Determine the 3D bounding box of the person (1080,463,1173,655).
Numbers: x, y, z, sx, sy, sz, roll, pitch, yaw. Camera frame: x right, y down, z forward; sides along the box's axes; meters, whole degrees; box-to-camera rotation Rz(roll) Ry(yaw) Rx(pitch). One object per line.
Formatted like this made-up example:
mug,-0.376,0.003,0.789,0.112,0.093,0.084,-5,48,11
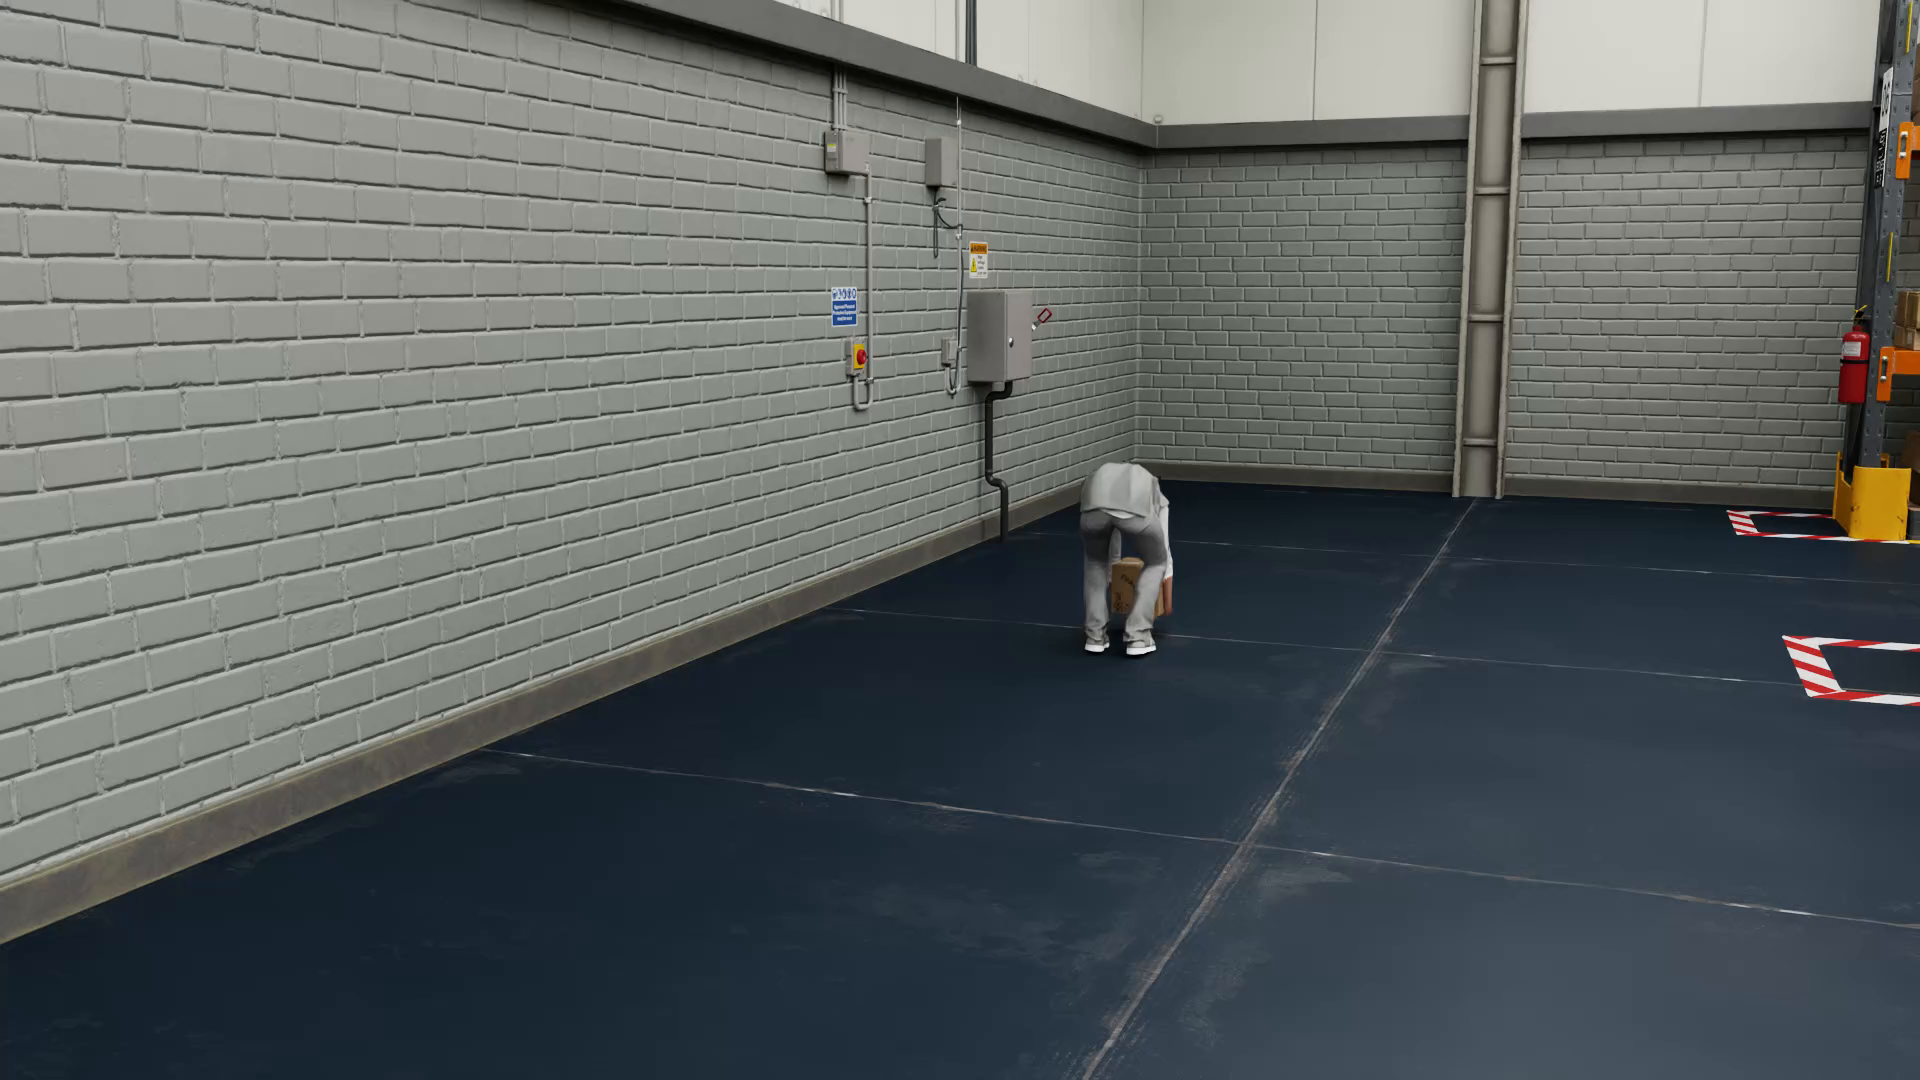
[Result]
person,0.826,0.064,8.157,0.415,0.924,0.861,3,9,18
